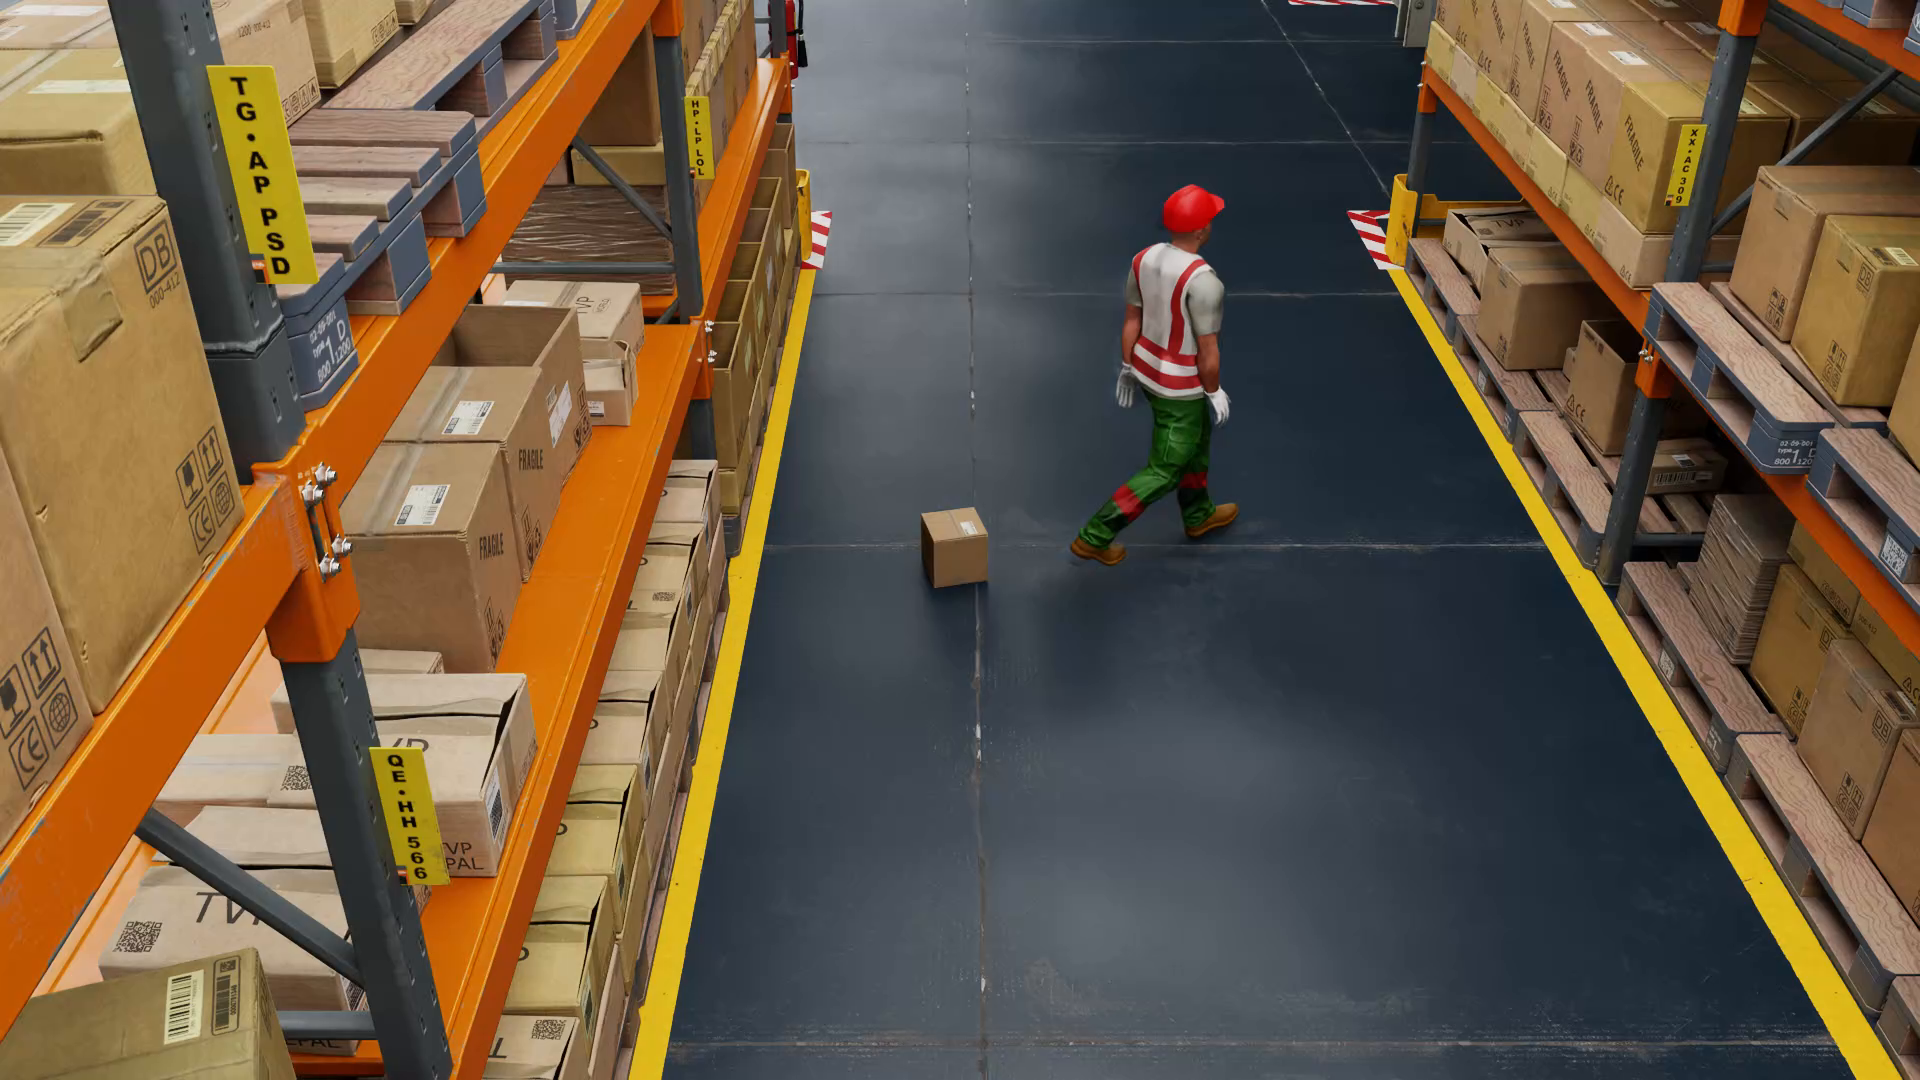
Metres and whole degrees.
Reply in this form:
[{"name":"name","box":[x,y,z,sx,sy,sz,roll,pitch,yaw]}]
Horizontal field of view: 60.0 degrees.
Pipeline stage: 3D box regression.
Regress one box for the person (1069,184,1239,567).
[{"name":"person","box":[0.905,-0.692,7.257,1.012,1.752,0.522,-15,34,-23]}]
